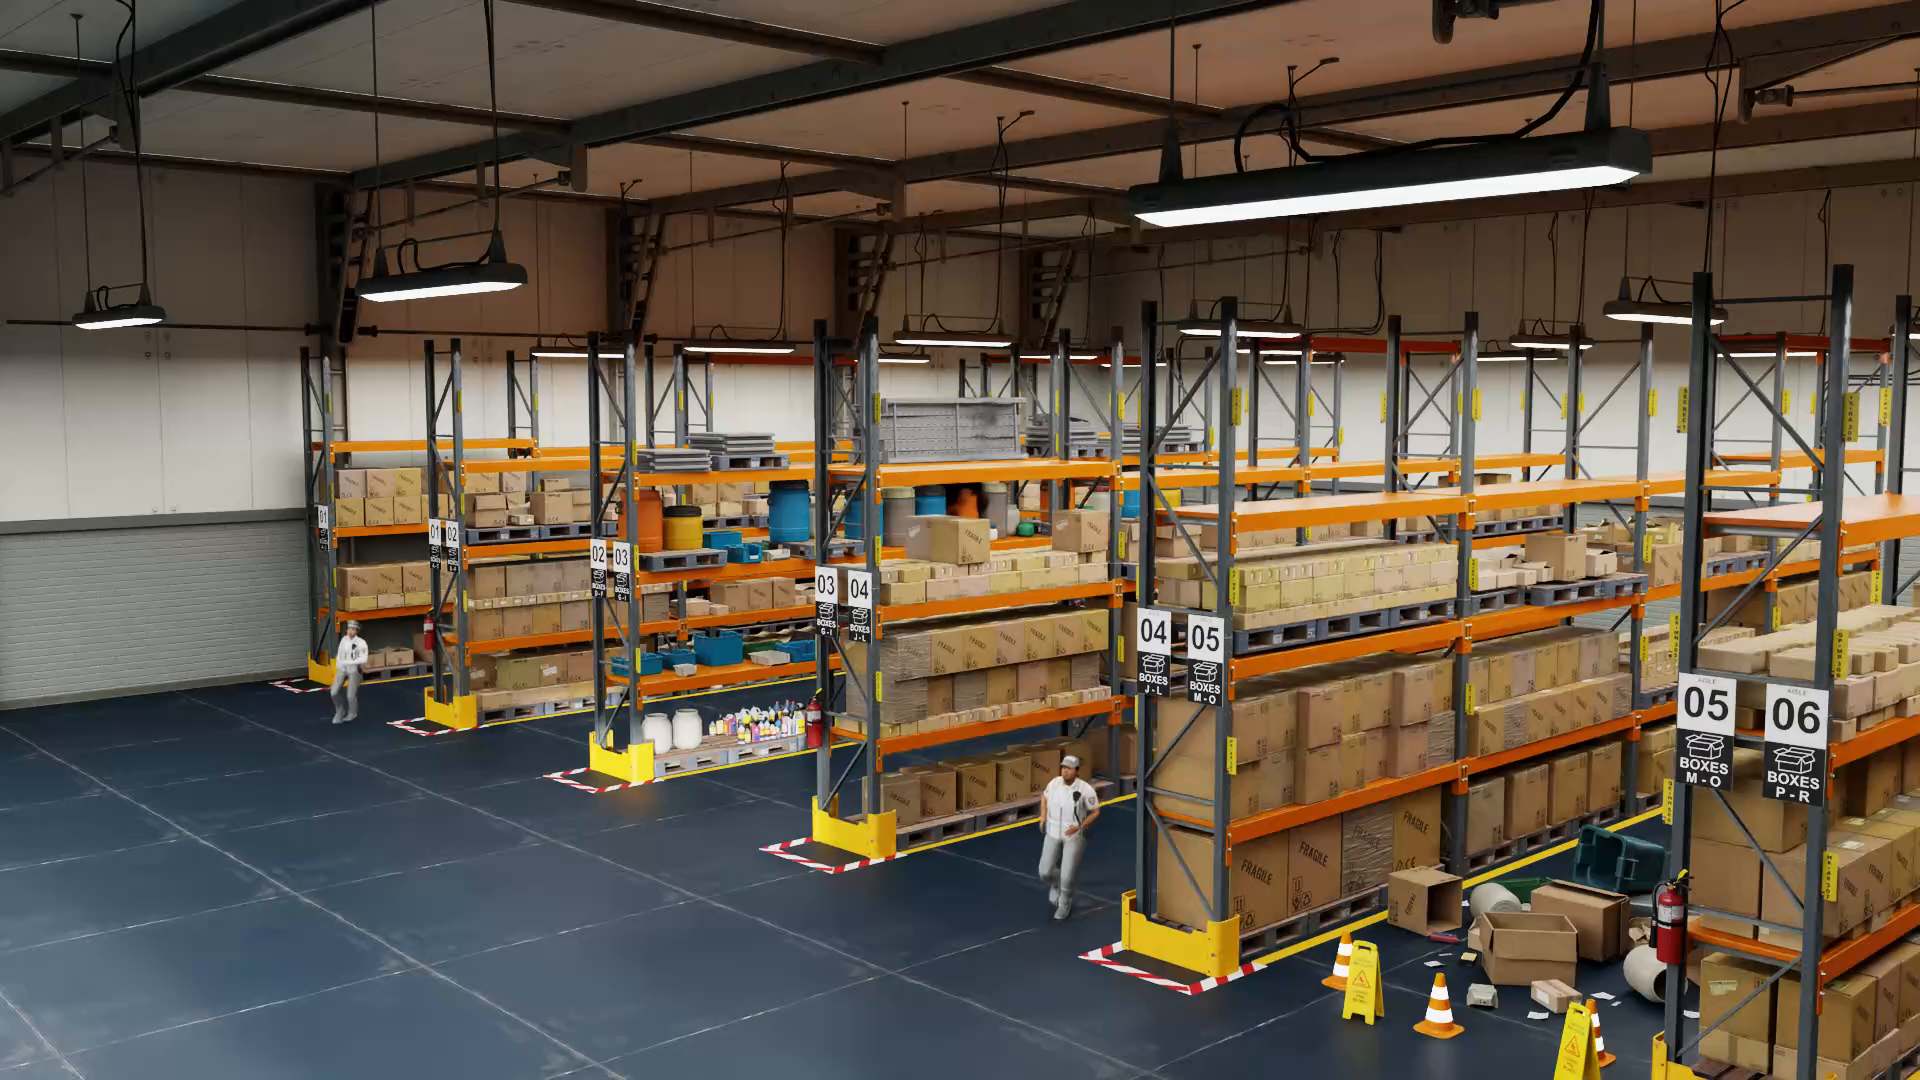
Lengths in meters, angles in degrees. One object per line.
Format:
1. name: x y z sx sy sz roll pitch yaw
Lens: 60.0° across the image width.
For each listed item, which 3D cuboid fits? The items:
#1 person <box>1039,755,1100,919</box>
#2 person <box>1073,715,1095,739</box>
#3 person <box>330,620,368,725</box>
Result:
1. person: 1.059 2.926 16.406 0.640 1.632 0.515 2 6 25
2. person: 1.661 1.939 23.755 0.740 1.832 0.680 -4 7 -41
3. person: -9.496 2.061 25.951 0.632 1.670 0.619 1 5 8
